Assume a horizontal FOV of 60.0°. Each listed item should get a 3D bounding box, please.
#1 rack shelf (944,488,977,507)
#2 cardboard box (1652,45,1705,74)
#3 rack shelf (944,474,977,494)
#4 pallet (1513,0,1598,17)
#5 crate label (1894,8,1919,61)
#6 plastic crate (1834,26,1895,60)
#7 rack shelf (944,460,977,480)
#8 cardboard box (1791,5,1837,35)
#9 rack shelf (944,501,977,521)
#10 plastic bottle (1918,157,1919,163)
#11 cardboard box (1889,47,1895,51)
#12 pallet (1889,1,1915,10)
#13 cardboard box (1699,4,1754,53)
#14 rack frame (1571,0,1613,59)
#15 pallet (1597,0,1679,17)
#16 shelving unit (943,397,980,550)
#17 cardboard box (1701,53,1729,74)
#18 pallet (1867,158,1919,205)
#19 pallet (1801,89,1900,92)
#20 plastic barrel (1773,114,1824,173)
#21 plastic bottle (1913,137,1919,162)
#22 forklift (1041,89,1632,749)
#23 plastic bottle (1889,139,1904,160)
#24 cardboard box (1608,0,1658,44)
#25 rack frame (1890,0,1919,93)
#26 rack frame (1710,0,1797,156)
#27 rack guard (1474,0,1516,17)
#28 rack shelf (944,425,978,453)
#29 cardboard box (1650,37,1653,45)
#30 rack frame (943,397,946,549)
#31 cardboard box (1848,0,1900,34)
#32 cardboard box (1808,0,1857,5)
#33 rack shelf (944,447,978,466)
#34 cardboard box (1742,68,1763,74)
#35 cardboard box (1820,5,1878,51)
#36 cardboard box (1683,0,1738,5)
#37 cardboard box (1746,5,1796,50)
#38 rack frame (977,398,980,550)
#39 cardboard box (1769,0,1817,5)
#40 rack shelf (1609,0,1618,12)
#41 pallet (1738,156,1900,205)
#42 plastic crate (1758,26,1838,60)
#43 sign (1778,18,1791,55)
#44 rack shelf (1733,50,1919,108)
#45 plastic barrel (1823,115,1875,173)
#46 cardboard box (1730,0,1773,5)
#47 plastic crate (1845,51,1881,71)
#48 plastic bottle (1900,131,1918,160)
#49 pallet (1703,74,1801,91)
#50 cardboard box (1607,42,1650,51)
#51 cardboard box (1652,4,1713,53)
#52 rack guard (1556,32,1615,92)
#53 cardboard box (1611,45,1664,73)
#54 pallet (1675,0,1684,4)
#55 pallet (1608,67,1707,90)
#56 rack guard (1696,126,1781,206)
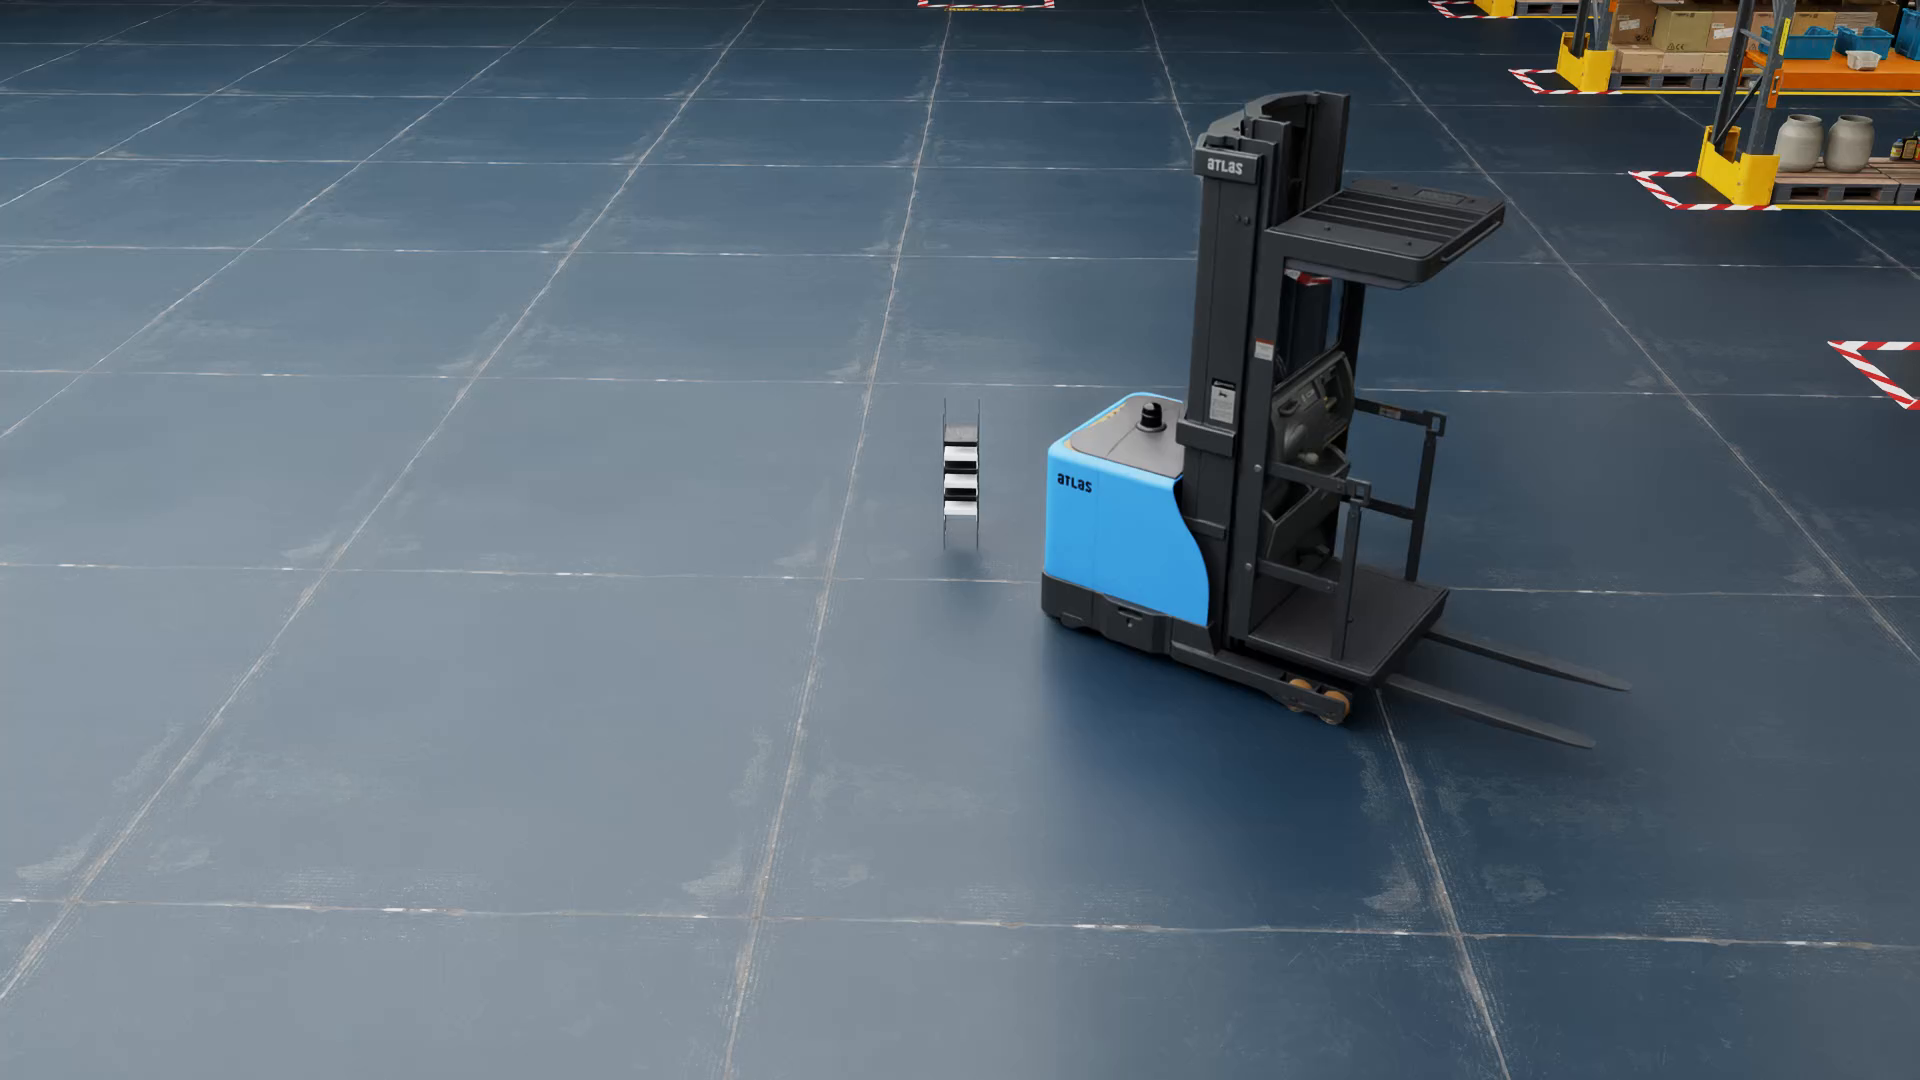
[{"bbox_3d":[0.008,-0.288,10.097,0.200,0.077,0.258,1,28,2],"label":"rack shelf"},{"bbox_3d":[9.033,-6.069,20.984,0.500,0.250,0.500,1,28,2],"label":"cardboard box"},{"bbox_3d":[0.008,-0.368,10.055,0.200,0.077,0.258,1,28,2],"label":"rack shelf"},{"bbox_3d":[9.063,-8.273,25.632,1.213,0.211,1.003,1,28,2],"label":"pallet"},{"bbox_3d":[9.676,-5.011,16.463,0.616,0.435,0.502,1,28,2],"label":"crate label"},{"bbox_3d":[8.986,-4.952,16.548,0.408,0.251,0.499,1,28,2],"label":"plastic crate"},{"bbox_3d":[0.008,-0.448,10.012,0.200,0.077,0.258,1,28,2],"label":"rack shelf"},{"bbox_3d":[10.532,-6.379,20.768,0.500,0.500,0.500,1,28,2],"label":"cardboard box"},{"bbox_3d":[0.008,-0.209,10.139,0.200,0.077,0.258,1,28,2],"label":"rack shelf"},{"bbox_3d":[9.925,-4.002,17.027,0.133,0.283,0.061,1,28,2],"label":"plastic bottle"},{"bbox_3d":[11.532,-6.028,20.906,0.500,0.250,0.500,1,28,2],"label":"cardboard box"},{"bbox_3d":[14.174,-8.208,25.508,1.213,0.211,1.003,1,28,2],"label":"pallet"},{"bbox_3d":[9.533,-6.397,20.802,0.500,0.500,0.500,1,28,2],"label":"cardboard box"},{"bbox_3d":[8.005,-7.218,20.664,0.127,3.000,1.000,1,28,2],"label":"rack frame"},{"bbox_3d":[10.279,-8.252,25.591,1.213,0.211,1.003,1,28,2],"label":"pallet"},{"bbox_3d":[0.008,-0.397,10.039,0.210,0.900,0.258,1,28,2],"label":"shelving unit"},{"bbox_3d":[9.533,-6.061,20.968,0.500,0.250,0.500,1,28,2],"label":"cardboard box"},{"bbox_3d":[9.932,-3.651,16.912,1.213,0.211,1.003,1,28,2],"label":"pallet"},{"bbox_3d":[11.209,-5.953,21.254,1.213,0.211,1.003,1,28,2],"label":"pallet"},{"bbox_3d":[8.487,-4.011,16.821,0.421,0.512,0.421,0,28,0],"label":"plastic barrel"},{"bbox_3d":[9.928,-4.048,17.123,0.135,0.276,0.152,1,28,2],"label":"plastic bottle"},{"bbox_3d":[1.957,-0.640,8.327,3.031,2.935,1.130,18,33,30],"label":"forklift"},{"bbox_3d":[9.678,-4.032,17.172,0.097,0.201,0.097,0,28,0],"label":"plastic bottle"},{"bbox_3d":[8.552,-6.650,21.280,0.500,0.500,0.500,1,28,2],"label":"cardboard box"},{"bbox_3d":[12.003,-7.152,20.539,0.127,3.000,1.000,1,28,2],"label":"rack frame"},{"bbox_3d":[7.827,-4.900,16.290,0.127,3.000,1.000,1,28,2],"label":"rack frame"},{"bbox_3d":[8.252,-8.431,25.621,0.348,0.500,1.175,1,28,2],"label":"rack guard"},{"bbox_3d":[0.008,-0.607,9.928,0.200,0.077,0.258,1,28,2],"label":"rack shelf"},{"bbox_3d":[9.052,-6.315,21.448,0.500,0.250,0.500,1,28,2],"label":"cardboard box"},{"bbox_3d":[-0.093,-0.399,10.042,0.006,0.900,0.240,1,28,2],"label":"rack frame"},{"bbox_3d":[11.550,-6.608,21.200,0.500,0.500,0.500,1,28,2],"label":"cardboard box"},{"bbox_3d":[11.050,-6.613,21.208,0.500,0.500,0.500,1,28,2],"label":"cardboard box"},{"bbox_3d":[0.008,-0.527,9.970,0.200,0.077,0.258,1,28,2],"label":"rack shelf"},{"bbox_3d":[10.032,-6.050,20.948,0.500,0.250,0.500,1,28,2],"label":"cardboard box"},{"bbox_3d":[11.032,-6.373,20.756,0.500,0.500,0.500,1,28,2],"label":"cardboard box"},{"bbox_3d":[9.552,-6.641,21.261,0.500,0.500,0.500,1,28,2],"label":"cardboard box"},{"bbox_3d":[10.032,-6.381,20.771,0.500,0.500,0.500,1,28,2],"label":"cardboard box"},{"bbox_3d":[0.110,-0.396,10.036,0.006,0.900,0.240,1,28,2],"label":"rack frame"},{"bbox_3d":[10.551,-6.625,21.231,0.500,0.500,0.500,1,28,2],"label":"cardboard box"},{"bbox_3d":[10.004,-6.867,20.770,4.000,0.370,1.077,1,28,2],"label":"rack shelf"},{"bbox_3d":[8.716,-3.672,16.952,1.213,0.211,1.003,1,28,2],"label":"pallet"},{"bbox_3d":[8.337,-4.966,16.573,0.616,0.251,0.499,1,28,2],"label":"plastic crate"},{"bbox_3d":[7.803,-4.764,15.740,0.005,0.325,0.100,1,28,2],"label":"sign"},{"bbox_3d":[9.825,-4.549,16.396,4.000,0.370,1.077,1,28,2],"label":"rack shelf"},{"bbox_3d":[8.988,-4.002,16.806,0.421,0.512,0.421,0,28,0],"label":"plastic barrel"},{"bbox_3d":[10.051,-6.632,21.245,0.500,0.500,0.500,1,28,2],"label":"cardboard box"},{"bbox_3d":[8.710,-4.618,16.040,0.250,0.136,0.298,1,28,2],"label":"plastic crate"},{"bbox_3d":[9.795,-4.075,17.165,0.133,0.283,0.061,2,28,3],"label":"plastic bottle"},{"bbox_3d":[9.987,-5.972,21.289,1.213,0.211,1.003,1,28,2],"label":"pallet"},{"bbox_3d":[8.552,-6.318,21.453,0.500,0.250,0.500,1,28,2],"label":"cardboard box"},{"bbox_3d":[9.033,-6.400,20.807,0.500,0.500,0.500,1,28,2],"label":"cardboard box"},{"bbox_3d":[7.981,-6.114,21.250,0.348,0.500,1.175,1,28,2],"label":"rack guard"},{"bbox_3d":[8.533,-6.076,20.996,0.500,0.250,0.500,1,28,2],"label":"cardboard box"},{"bbox_3d":[11.501,-8.233,25.556,1.213,0.211,1.003,1,28,2],"label":"pallet"},{"bbox_3d":[8.771,-5.993,21.330,1.213,0.211,1.003,1,28,2],"label":"pallet"},{"bbox_3d":[7.904,-3.816,16.915,0.348,0.500,1.175,1,28,2],"label":"rack guard"}]
